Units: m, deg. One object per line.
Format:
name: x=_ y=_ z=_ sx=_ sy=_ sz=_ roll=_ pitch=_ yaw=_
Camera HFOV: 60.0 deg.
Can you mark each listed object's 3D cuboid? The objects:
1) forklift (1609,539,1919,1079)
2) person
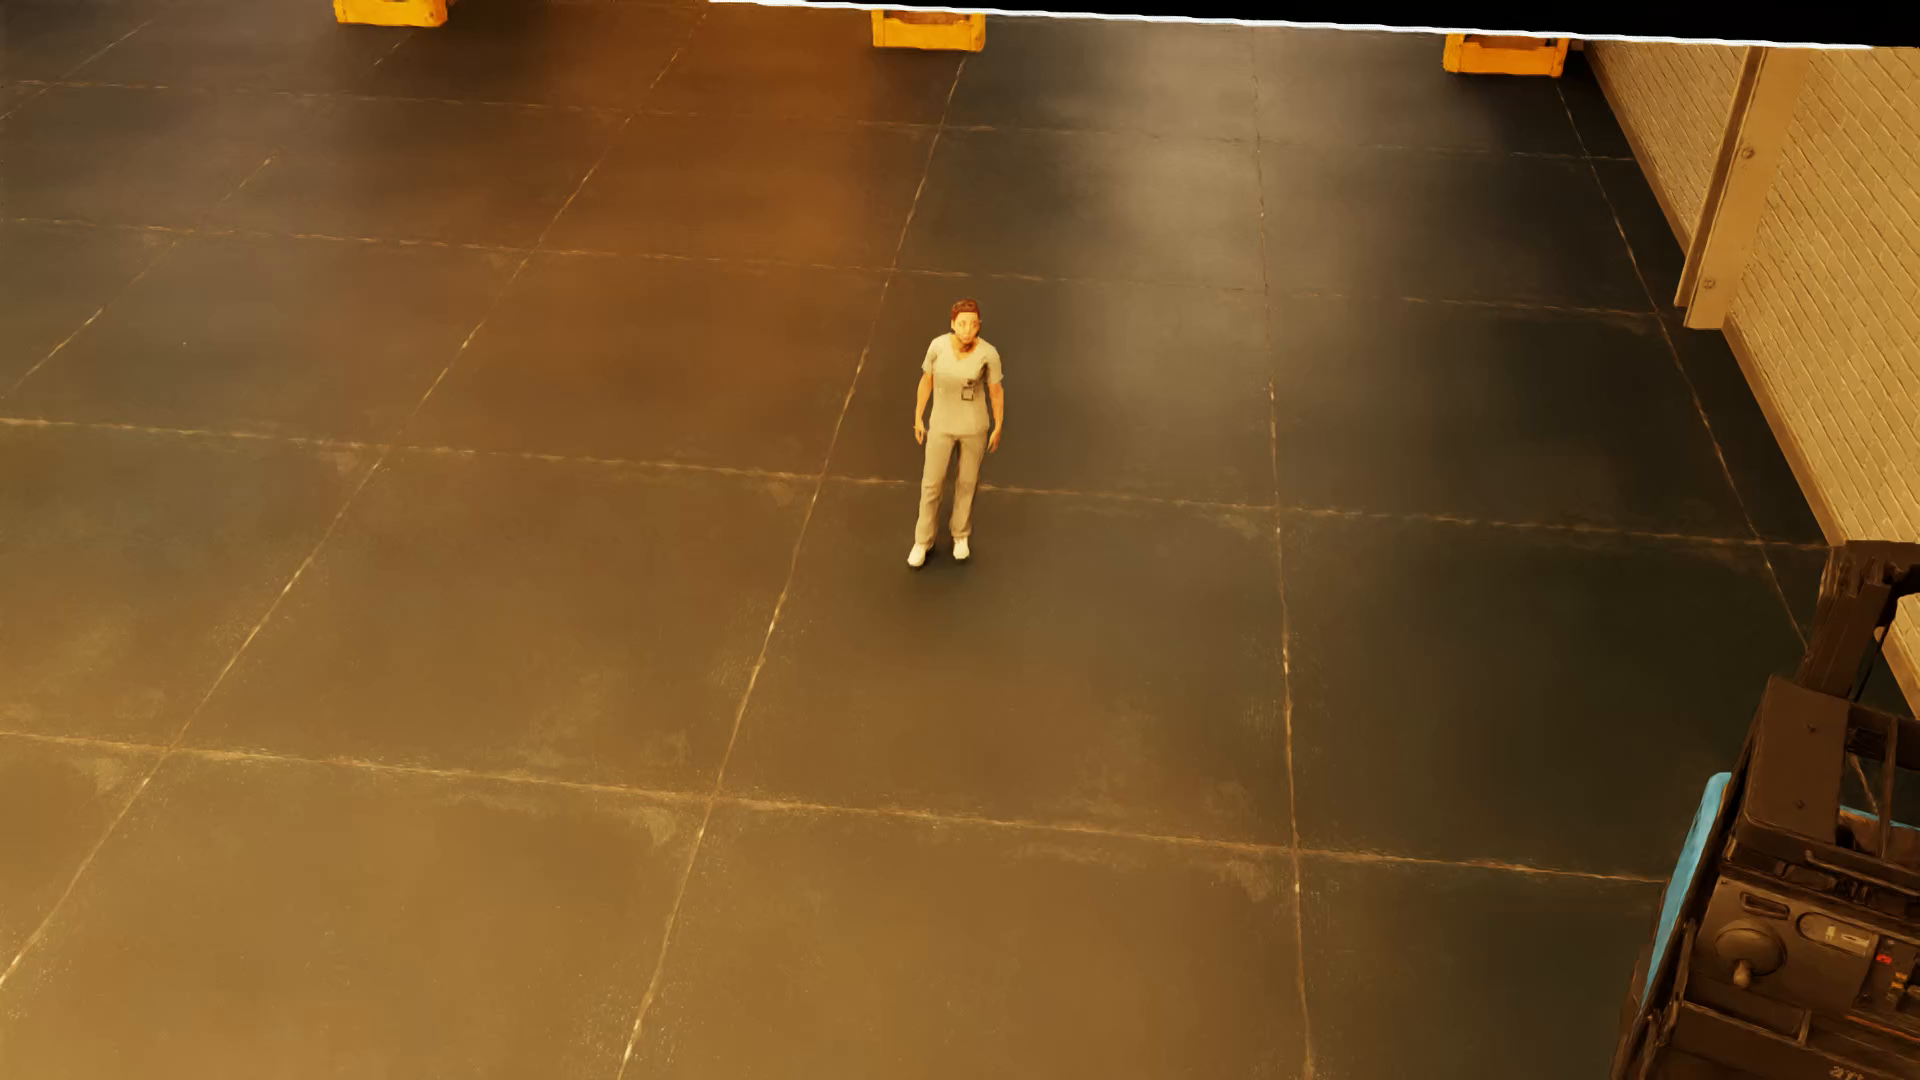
forklift: x=3.109 y=1.592 z=5.870 sx=1.130 sy=2.935 sz=3.031 roll=17 pitch=40 yaw=21
person: x=-0.022 y=-0.638 z=9.941 sx=0.550 sy=1.674 sz=0.548 roll=4 pitch=37 yaw=6
